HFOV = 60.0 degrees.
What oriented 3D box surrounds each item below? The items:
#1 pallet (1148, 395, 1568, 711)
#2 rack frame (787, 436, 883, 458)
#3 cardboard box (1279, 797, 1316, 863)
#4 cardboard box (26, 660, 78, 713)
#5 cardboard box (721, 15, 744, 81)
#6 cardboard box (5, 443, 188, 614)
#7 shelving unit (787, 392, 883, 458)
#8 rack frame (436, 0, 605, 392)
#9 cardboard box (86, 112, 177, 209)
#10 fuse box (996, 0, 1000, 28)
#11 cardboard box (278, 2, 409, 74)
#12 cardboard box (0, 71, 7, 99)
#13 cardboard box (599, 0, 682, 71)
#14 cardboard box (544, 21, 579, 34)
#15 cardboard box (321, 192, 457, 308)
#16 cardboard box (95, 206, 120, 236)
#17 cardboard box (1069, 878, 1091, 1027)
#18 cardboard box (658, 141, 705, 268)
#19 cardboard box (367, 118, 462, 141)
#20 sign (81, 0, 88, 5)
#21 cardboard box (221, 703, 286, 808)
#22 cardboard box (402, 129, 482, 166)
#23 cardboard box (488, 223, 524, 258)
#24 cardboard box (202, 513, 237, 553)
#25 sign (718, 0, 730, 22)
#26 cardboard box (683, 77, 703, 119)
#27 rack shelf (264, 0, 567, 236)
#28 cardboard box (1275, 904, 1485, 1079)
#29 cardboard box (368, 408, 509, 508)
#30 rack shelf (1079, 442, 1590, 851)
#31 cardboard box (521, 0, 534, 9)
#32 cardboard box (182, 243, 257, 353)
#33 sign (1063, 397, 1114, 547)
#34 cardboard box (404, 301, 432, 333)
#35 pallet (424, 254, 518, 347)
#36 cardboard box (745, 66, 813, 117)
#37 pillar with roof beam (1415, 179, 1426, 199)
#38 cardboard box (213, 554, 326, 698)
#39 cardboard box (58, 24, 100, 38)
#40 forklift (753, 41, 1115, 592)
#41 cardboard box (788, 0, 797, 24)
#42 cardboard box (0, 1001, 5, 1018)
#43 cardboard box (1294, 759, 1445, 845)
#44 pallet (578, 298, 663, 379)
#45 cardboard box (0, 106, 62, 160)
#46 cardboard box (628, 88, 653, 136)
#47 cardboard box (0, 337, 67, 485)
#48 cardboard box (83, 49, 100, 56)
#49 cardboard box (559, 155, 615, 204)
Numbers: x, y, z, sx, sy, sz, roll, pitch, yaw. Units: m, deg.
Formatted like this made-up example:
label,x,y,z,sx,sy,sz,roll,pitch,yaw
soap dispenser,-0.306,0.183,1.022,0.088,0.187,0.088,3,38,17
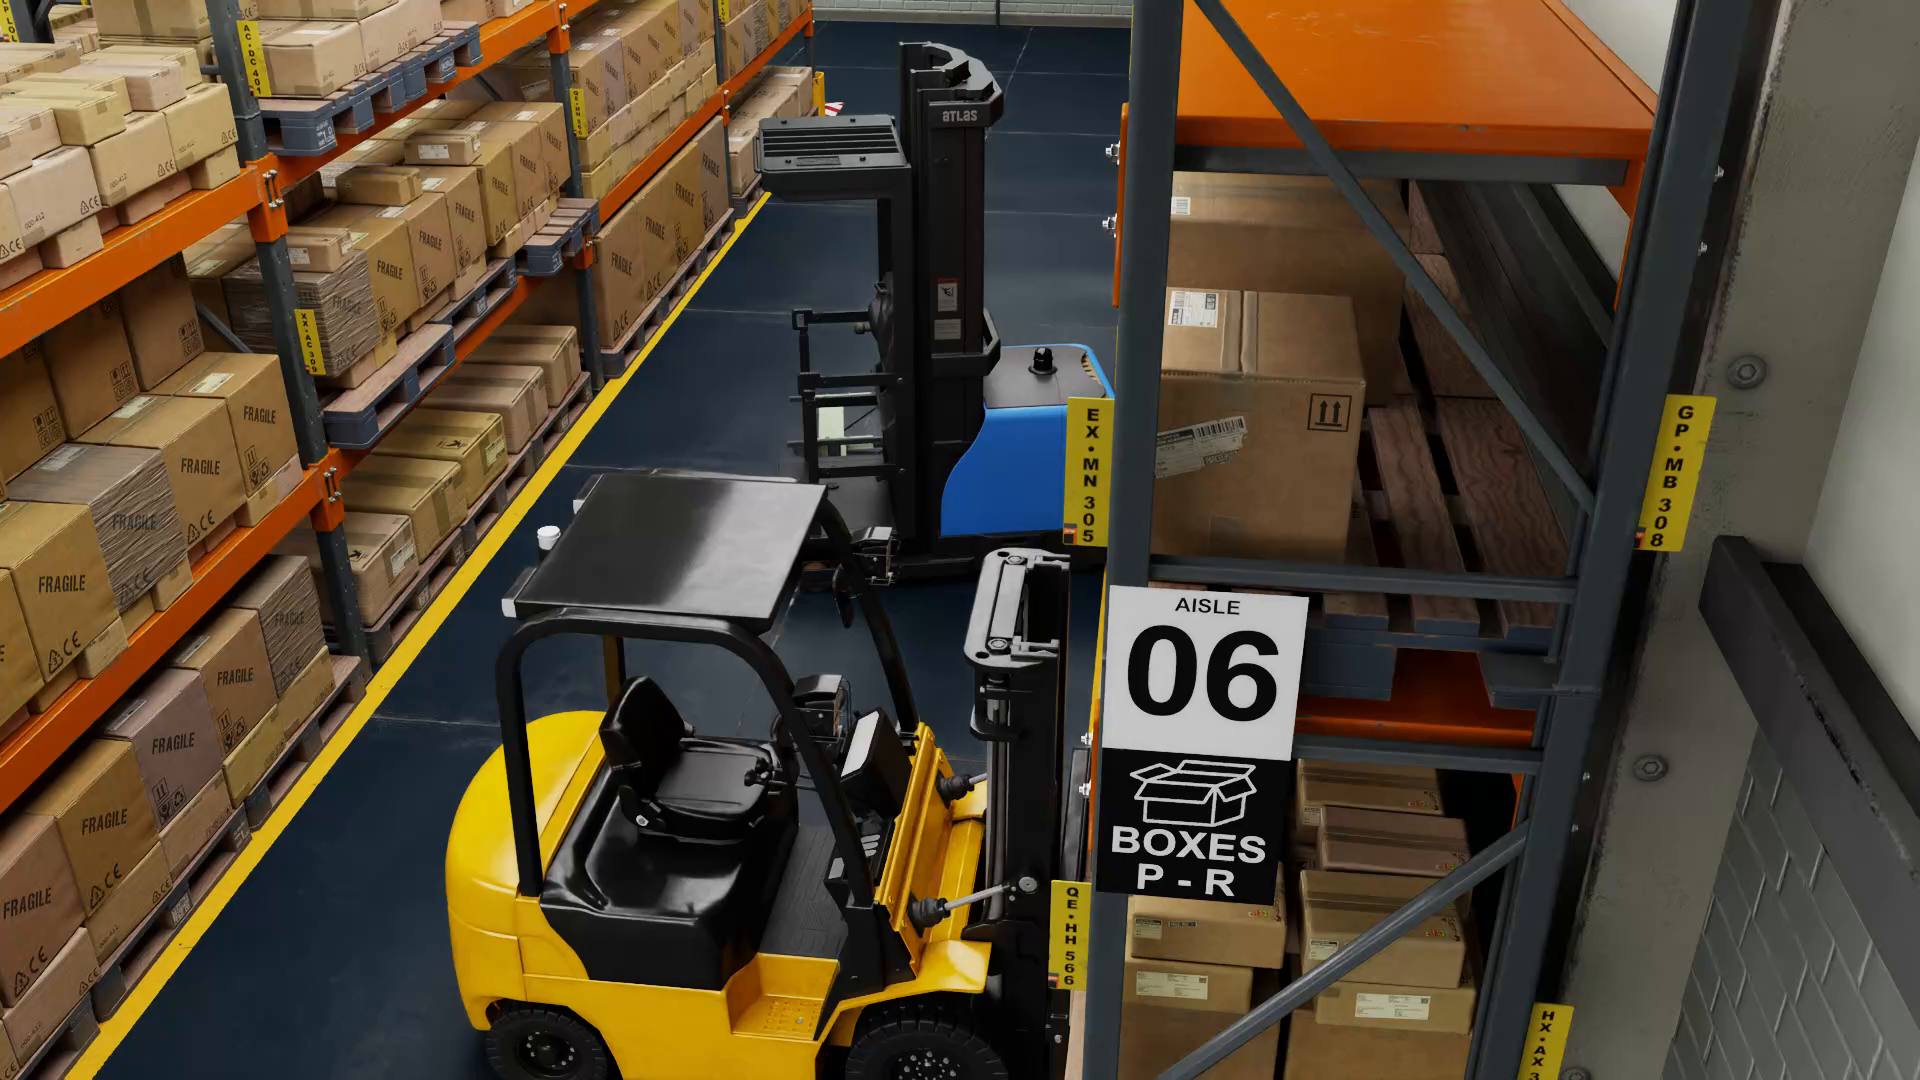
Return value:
label,x,y,z,sx,sy,sz,roll,pitch,yaw
pallet,0.909,-0.032,4.078,1.003,0.211,1.213,3,28,6
rack frame,-0.341,-0.485,10.651,1.500,0.400,0.023,-3,28,-3
cardboard box,1.101,0.868,4.687,0.380,0.149,0.250,3,28,5
cardboard box,-3.643,0.526,6.375,0.380,0.149,0.250,3,28,5
cardboard box,-2.342,-4.604,15.528,0.500,0.500,0.500,4,29,8
cardboard box,-3.563,-0.053,6.766,0.500,0.500,0.500,4,29,8
shelving unit,-0.367,-0.655,10.974,1.500,0.431,0.755,-3,28,-3
rack frame,-3.150,-2.472,11.675,1.000,3.000,0.127,3,28,6
cardboard box,-3.488,-1.513,6.577,0.500,0.250,0.500,3,28,5
fuse box,0.565,-8.135,23.546,0.539,1.711,0.414,3,28,6
cardboard box,-3.109,-2.519,8.315,0.500,0.250,0.500,3,28,6
cardboard box,-4.046,-1.773,6.639,0.380,0.149,0.250,2,28,5
cardboard box,-2.603,-4.132,13.598,0.500,0.500,0.500,4,29,8
cardboard box,-3.224,-3.690,12.777,0.500,0.500,0.500,3,28,6
cardboard box,-3.163,-1.620,9.233,0.500,0.500,0.500,3,28,6
cardboard box,-3.579,-1.280,6.566,0.380,0.149,0.250,2,28,4
cardboard box,0.652,1.453,5.793,0.500,0.250,0.500,4,29,7
cardboard box,-2.759,-2.882,14.234,0.875,0.875,0.875,4,29,8
cardboard box,-3.491,-2.387,10.657,0.500,0.500,0.500,5,29,9
sign,-8.124,-5.004,15.462,0.100,0.325,0.005,3,28,6
cardboard box,-3.501,0.982,7.721,0.500,0.250,0.500,3,28,5
cardboard box,-3.070,-2.331,9.867,0.380,0.149,0.250,2,28,4
cardboard box,-2.962,-1.878,10.395,0.380,0.149,0.250,4,29,7
cardboard box,-3.510,-0.073,7.488,0.380,0.149,0.250,3,29,6
sign,-2.120,-4.802,14.864,0.100,0.325,0.005,3,28,6
cardboard box,-2.528,-3.823,14.342,0.500,0.250,0.500,3,28,5
rack shelf,-3.395,-2.534,9.387,1.077,0.370,4.000,3,28,6
cardboard box,1.133,1.320,4.532,0.500,0.500,0.500,4,29,8
cardboard box,-3.410,-0.530,10.399,0.950,0.372,0.625,4,29,8
rack shelf,1.042,-0.364,5.360,1.077,0.370,4.000,3,28,6
cardboard box,-2.980,-3.521,10.725,0.380,0.149,0.250,3,28,6
cardboard box,-3.811,-1.179,8.415,0.500,0.500,0.500,3,28,5
sign,0.260,-0.133,3.321,0.100,0.325,0.005,3,28,6
cardboard box,-3.187,-1.278,9.282,0.380,0.149,0.250,4,29,7
pallet,-3.352,-1.453,9.987,1.003,0.211,1.213,3,28,6
cardboard box,-2.151,-4.978,18.586,0.875,0.438,0.875,2,28,4
pillar with roof beam,-1.761,-4.410,8.948,9.100,9.000,0.400,3,28,6
cardboard box,-3.446,0.401,8.009,0.500,0.500,0.500,3,28,5
cardboard box,-7.538,-4.359,14.373,0.380,0.149,0.250,3,28,6
forklift,-0.621,-1.255,9.489,3.031,2.935,1.130,-3,28,-6
cardboard box,-2.042,-5.804,17.754,0.500,0.500,0.500,3,28,5
cardboard box,-3.754,1.615,5.756,0.500,0.500,0.500,2,28,4
cardboard box,1.134,0.728,4.633,0.380,0.149,0.250,4,29,7
pallet,-2.978,-1.611,13.017,1.003,0.211,1.213,3,28,6
cardboard box,-3.574,-1.497,6.127,0.380,0.149,0.250,3,28,5
cardboard box,-2.705,-3.327,12.894,0.500,0.250,0.500,3,28,6
cardboard box,-4.081,-0.535,6.608,0.700,0.500,0.500,3,28,5
cardboard box,-7.564,-4.109,14.223,0.380,0.149,0.250,2,28,4
cardboard box,-2.840,-2.621,12.111,0.500,0.250,0.500,3,28,5
